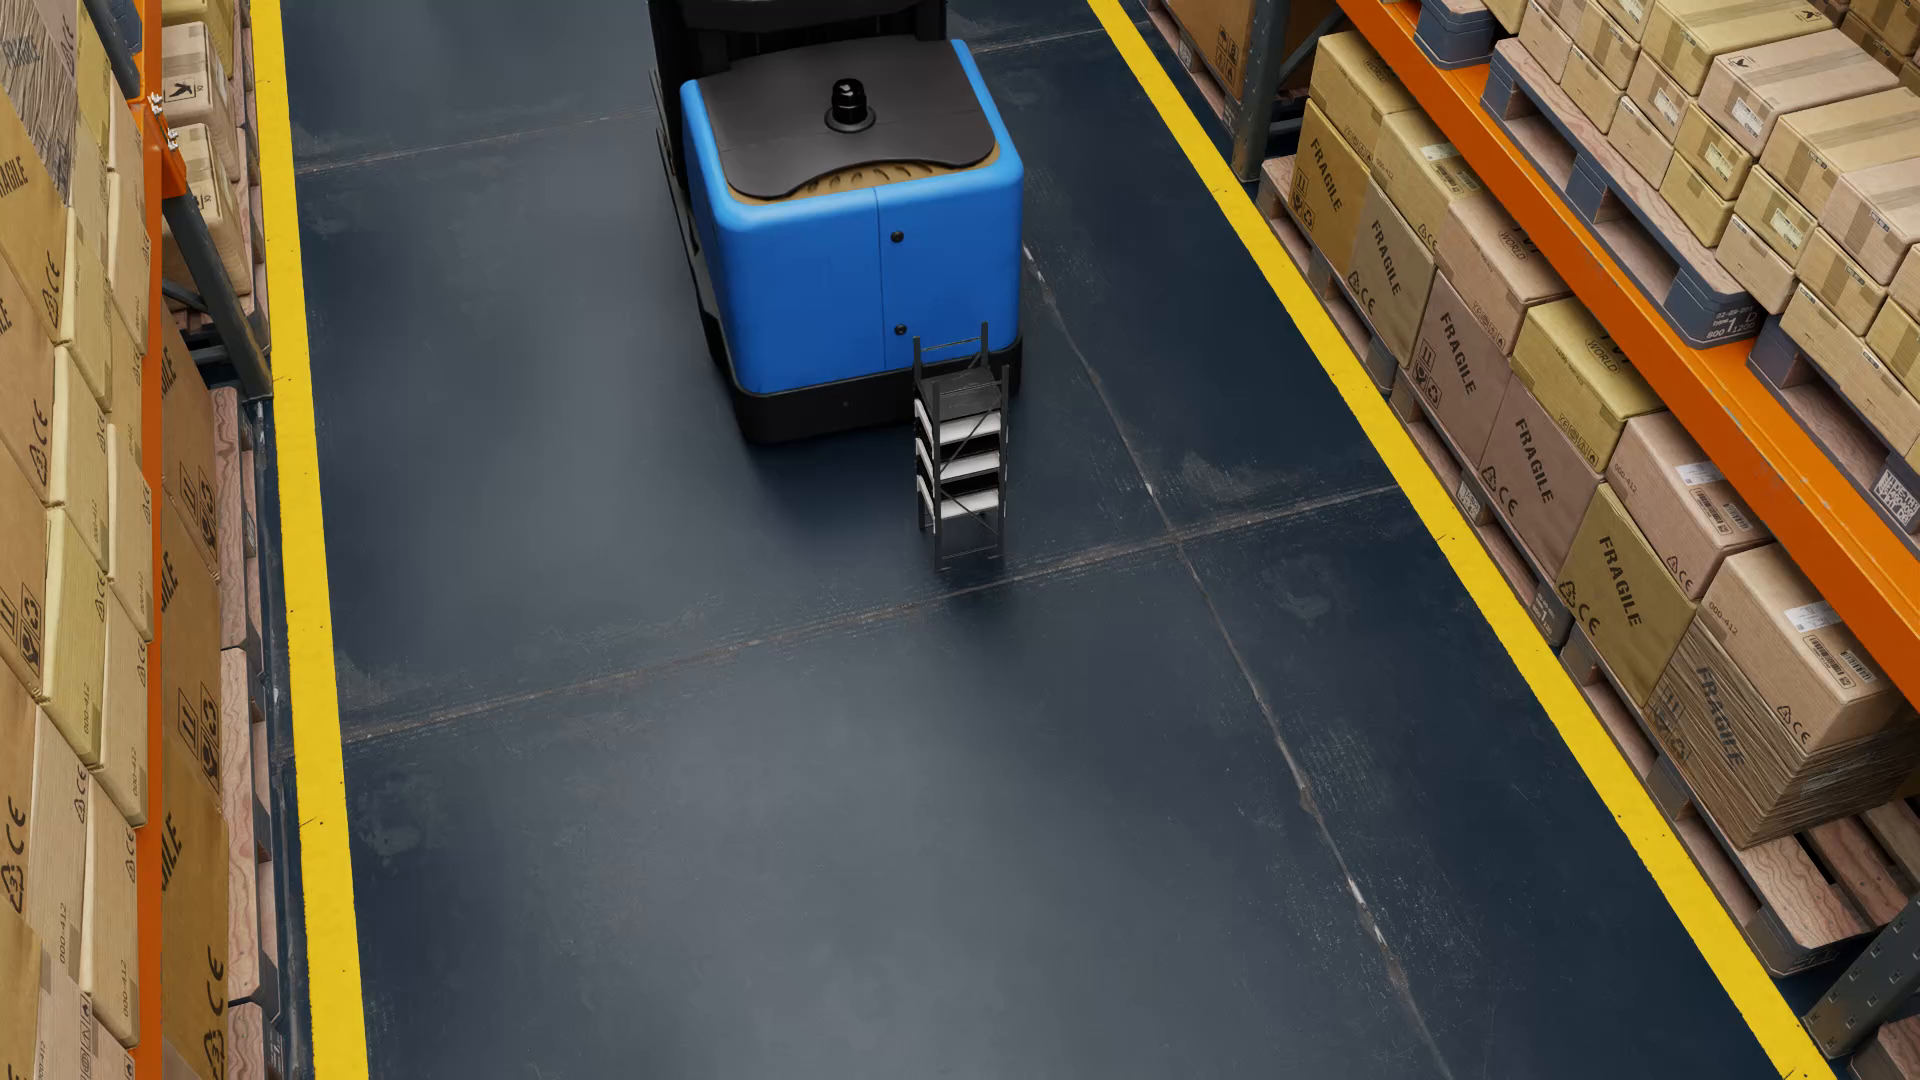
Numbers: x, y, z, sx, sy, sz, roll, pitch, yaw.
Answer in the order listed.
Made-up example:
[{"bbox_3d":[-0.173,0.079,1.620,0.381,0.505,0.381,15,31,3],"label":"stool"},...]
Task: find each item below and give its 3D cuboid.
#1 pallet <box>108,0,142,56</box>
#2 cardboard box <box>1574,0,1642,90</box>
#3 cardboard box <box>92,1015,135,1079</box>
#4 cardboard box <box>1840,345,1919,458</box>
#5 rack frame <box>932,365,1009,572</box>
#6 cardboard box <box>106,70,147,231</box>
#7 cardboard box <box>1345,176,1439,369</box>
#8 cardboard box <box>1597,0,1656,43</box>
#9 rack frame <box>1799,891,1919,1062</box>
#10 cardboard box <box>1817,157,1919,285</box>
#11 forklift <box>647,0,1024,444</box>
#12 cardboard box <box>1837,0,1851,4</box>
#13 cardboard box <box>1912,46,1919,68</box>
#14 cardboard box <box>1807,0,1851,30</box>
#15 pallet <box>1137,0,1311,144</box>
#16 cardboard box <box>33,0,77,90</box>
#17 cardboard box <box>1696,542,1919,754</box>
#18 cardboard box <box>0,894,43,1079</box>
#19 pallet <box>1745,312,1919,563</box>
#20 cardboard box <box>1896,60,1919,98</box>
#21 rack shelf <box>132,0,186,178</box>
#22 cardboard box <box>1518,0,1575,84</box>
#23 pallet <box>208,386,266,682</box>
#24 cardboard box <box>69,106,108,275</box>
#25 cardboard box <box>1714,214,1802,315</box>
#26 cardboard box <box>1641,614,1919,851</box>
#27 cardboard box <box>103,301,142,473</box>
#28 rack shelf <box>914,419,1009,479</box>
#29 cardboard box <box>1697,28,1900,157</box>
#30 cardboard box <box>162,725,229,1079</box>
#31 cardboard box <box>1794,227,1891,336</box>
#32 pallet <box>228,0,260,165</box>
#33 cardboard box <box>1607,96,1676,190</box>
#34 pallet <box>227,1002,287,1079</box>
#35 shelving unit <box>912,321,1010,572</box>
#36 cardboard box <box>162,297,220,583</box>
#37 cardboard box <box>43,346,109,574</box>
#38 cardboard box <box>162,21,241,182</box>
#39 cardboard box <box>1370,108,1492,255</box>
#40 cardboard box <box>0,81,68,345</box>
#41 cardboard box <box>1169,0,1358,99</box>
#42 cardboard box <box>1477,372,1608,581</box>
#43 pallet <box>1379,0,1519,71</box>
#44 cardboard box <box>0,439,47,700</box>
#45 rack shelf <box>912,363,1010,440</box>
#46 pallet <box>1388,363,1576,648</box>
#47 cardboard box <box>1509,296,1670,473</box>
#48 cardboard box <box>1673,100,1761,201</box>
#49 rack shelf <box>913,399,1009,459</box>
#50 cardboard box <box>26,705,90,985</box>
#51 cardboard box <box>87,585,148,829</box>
[{"bbox_3d":[-3.364,-1.862,5.484,1.213,0.211,1.003,-13,51,-11],"label":"pallet"},{"bbox_3d":[1.981,-1.432,4.691,0.380,0.149,0.250,-14,51,-11],"label":"cardboard box"},{"bbox_3d":[-1.747,1.161,2.907,0.500,0.250,0.500,-14,51,-12],"label":"cardboard box"},{"bbox_3d":[2.374,-0.371,3.991,0.380,0.149,0.250,-13,51,-11],"label":"cardboard box"},{"bbox_3d":[0.032,-0.210,5.338,0.240,0.900,0.006,-13,51,-11],"label":"rack frame"},{"bbox_3d":[-2.654,-1.069,4.787,0.500,0.250,0.500,-15,51,-12],"label":"cardboard box"},{"bbox_3d":[1.765,-1.010,6.000,0.500,0.500,0.500,-13,51,-11],"label":"cardboard box"},{"bbox_3d":[1.989,-1.526,4.575,0.380,0.149,0.250,-12,51,-10],"label":"cardboard box"},{"bbox_3d":[2.830,0.301,3.535,1.000,3.000,0.127,-13,51,-11],"label":"rack frame"},{"bbox_3d":[2.292,-0.771,3.939,0.380,0.149,0.250,-13,51,-11],"label":"cardboard box"},{"bbox_3d":[-0.654,-2.445,5.894,1.130,2.935,3.031,-12,51,-10],"label":"forklift"},{"bbox_3d":[2.610,-1.668,4.695,0.380,0.149,0.250,-11,51,-9],"label":"cardboard box"},{"bbox_3d":[2.770,-1.281,4.369,0.380,0.149,0.250,-12,51,-10],"label":"cardboard box"},{"bbox_3d":[2.612,-1.572,4.808,0.380,0.149,0.250,-12,51,-10],"label":"cardboard box"},{"bbox_3d":[1.486,-2.315,7.563,1.003,0.211,1.213,-13,51,-11],"label":"pallet"},{"bbox_3d":[-2.649,-1.464,4.303,0.500,0.500,0.500,-15,51,-12],"label":"cardboard box"},{"bbox_3d":[2.368,0.242,4.453,0.500,0.250,0.500,-15,51,-12],"label":"cardboard box"},{"bbox_3d":[-1.724,0.753,2.434,0.500,0.500,0.500,-13,51,-11],"label":"cardboard box"},{"bbox_3d":[2.743,-0.229,4.106,1.003,0.211,1.213,-13,51,-11],"label":"pallet"},{"bbox_3d":[2.760,-1.199,4.494,0.380,0.149,0.250,-14,51,-12],"label":"cardboard box"},{"bbox_3d":[-3.643,-2.657,6.498,1.077,0.370,4.000,-13,51,-11],"label":"rack shelf"},{"bbox_3d":[1.908,-1.519,4.958,0.380,0.149,0.250,-12,51,-10],"label":"cardboard box"},{"bbox_3d":[-2.890,0.064,5.558,1.003,0.211,1.213,-13,51,-11],"label":"pallet"},{"bbox_3d":[-2.510,-0.871,4.293,0.500,0.250,0.500,-14,51,-12],"label":"cardboard box"},{"bbox_3d":[2.213,-0.756,4.315,0.380,0.149,0.250,-15,52,-13],"label":"cardboard box"},{"bbox_3d":[2.371,0.487,4.737,0.500,0.500,0.500,-14,51,-12],"label":"cardboard box"},{"bbox_3d":[-2.354,-0.328,4.163,0.500,0.250,0.500,-14,51,-11],"label":"cardboard box"},{"bbox_3d":[0.002,-0.321,5.358,0.258,0.077,0.200,-13,51,-11],"label":"rack shelf"},{"bbox_3d":[2.140,-1.147,4.255,0.380,0.149,0.250,-15,52,-13],"label":"cardboard box"},{"bbox_3d":[-2.403,0.950,4.102,0.875,0.875,0.875,-12,51,-10],"label":"cardboard box"},{"bbox_3d":[2.289,-0.668,4.047,0.380,0.149,0.250,-15,51,-12],"label":"cardboard box"},{"bbox_3d":[-3.638,-1.990,7.289,1.003,0.211,1.213,-13,51,-11],"label":"pallet"},{"bbox_3d":[2.056,-1.145,4.643,0.380,0.149,0.250,-15,51,-12],"label":"cardboard box"},{"bbox_3d":[-2.169,1.846,4.056,1.003,0.211,1.213,-13,51,-11],"label":"pallet"},{"bbox_3d":[0.002,-0.284,5.401,0.258,0.900,0.210,-13,51,-11],"label":"shelving unit"},{"bbox_3d":[-2.927,-0.355,5.202,0.875,0.875,0.875,-14,51,-11],"label":"cardboard box"},{"bbox_3d":[-2.186,-0.122,3.662,0.500,0.250,0.500,-15,51,-12],"label":"cardboard box"},{"bbox_3d":[-3.435,-1.668,6.639,0.950,0.372,0.625,-14,51,-12],"label":"cardboard box"},{"bbox_3d":[1.770,-1.263,5.723,0.500,0.250,0.500,-14,51,-11],"label":"cardboard box"},{"bbox_3d":[-2.349,-0.727,3.681,0.500,0.500,0.500,-13,51,-11],"label":"cardboard box"},{"bbox_3d":[1.553,-2.496,7.089,1.050,0.750,0.750,-14,51,-11],"label":"cardboard box"},{"bbox_3d":[2.072,-0.263,5.370,0.500,0.500,0.500,-14,51,-12],"label":"cardboard box"},{"bbox_3d":[1.960,-2.063,5.652,1.213,0.211,1.003,-13,51,-11],"label":"pallet"},{"bbox_3d":[-2.047,0.021,3.051,0.500,0.500,0.500,-14,51,-12],"label":"cardboard box"},{"bbox_3d":[0.002,-0.437,5.220,0.258,0.077,0.200,-13,51,-11],"label":"rack shelf"},{"bbox_3d":[2.234,-0.262,5.832,1.003,0.211,1.213,-13,51,-11],"label":"pallet"},{"bbox_3d":[2.059,-0.519,5.095,0.500,0.250,0.500,-15,52,-13],"label":"cardboard box"},{"bbox_3d":[2.130,-1.058,4.375,0.380,0.149,0.250,-13,51,-11],"label":"cardboard box"},{"bbox_3d":[0.002,-0.379,5.289,0.258,0.077,0.200,-13,51,-11],"label":"rack shelf"},{"bbox_3d":[-1.910,0.621,3.035,0.500,0.250,0.500,-13,51,-10],"label":"cardboard box"},{"bbox_3d":[-2.037,0.405,3.544,0.500,0.250,0.500,-14,51,-11],"label":"cardboard box"}]
